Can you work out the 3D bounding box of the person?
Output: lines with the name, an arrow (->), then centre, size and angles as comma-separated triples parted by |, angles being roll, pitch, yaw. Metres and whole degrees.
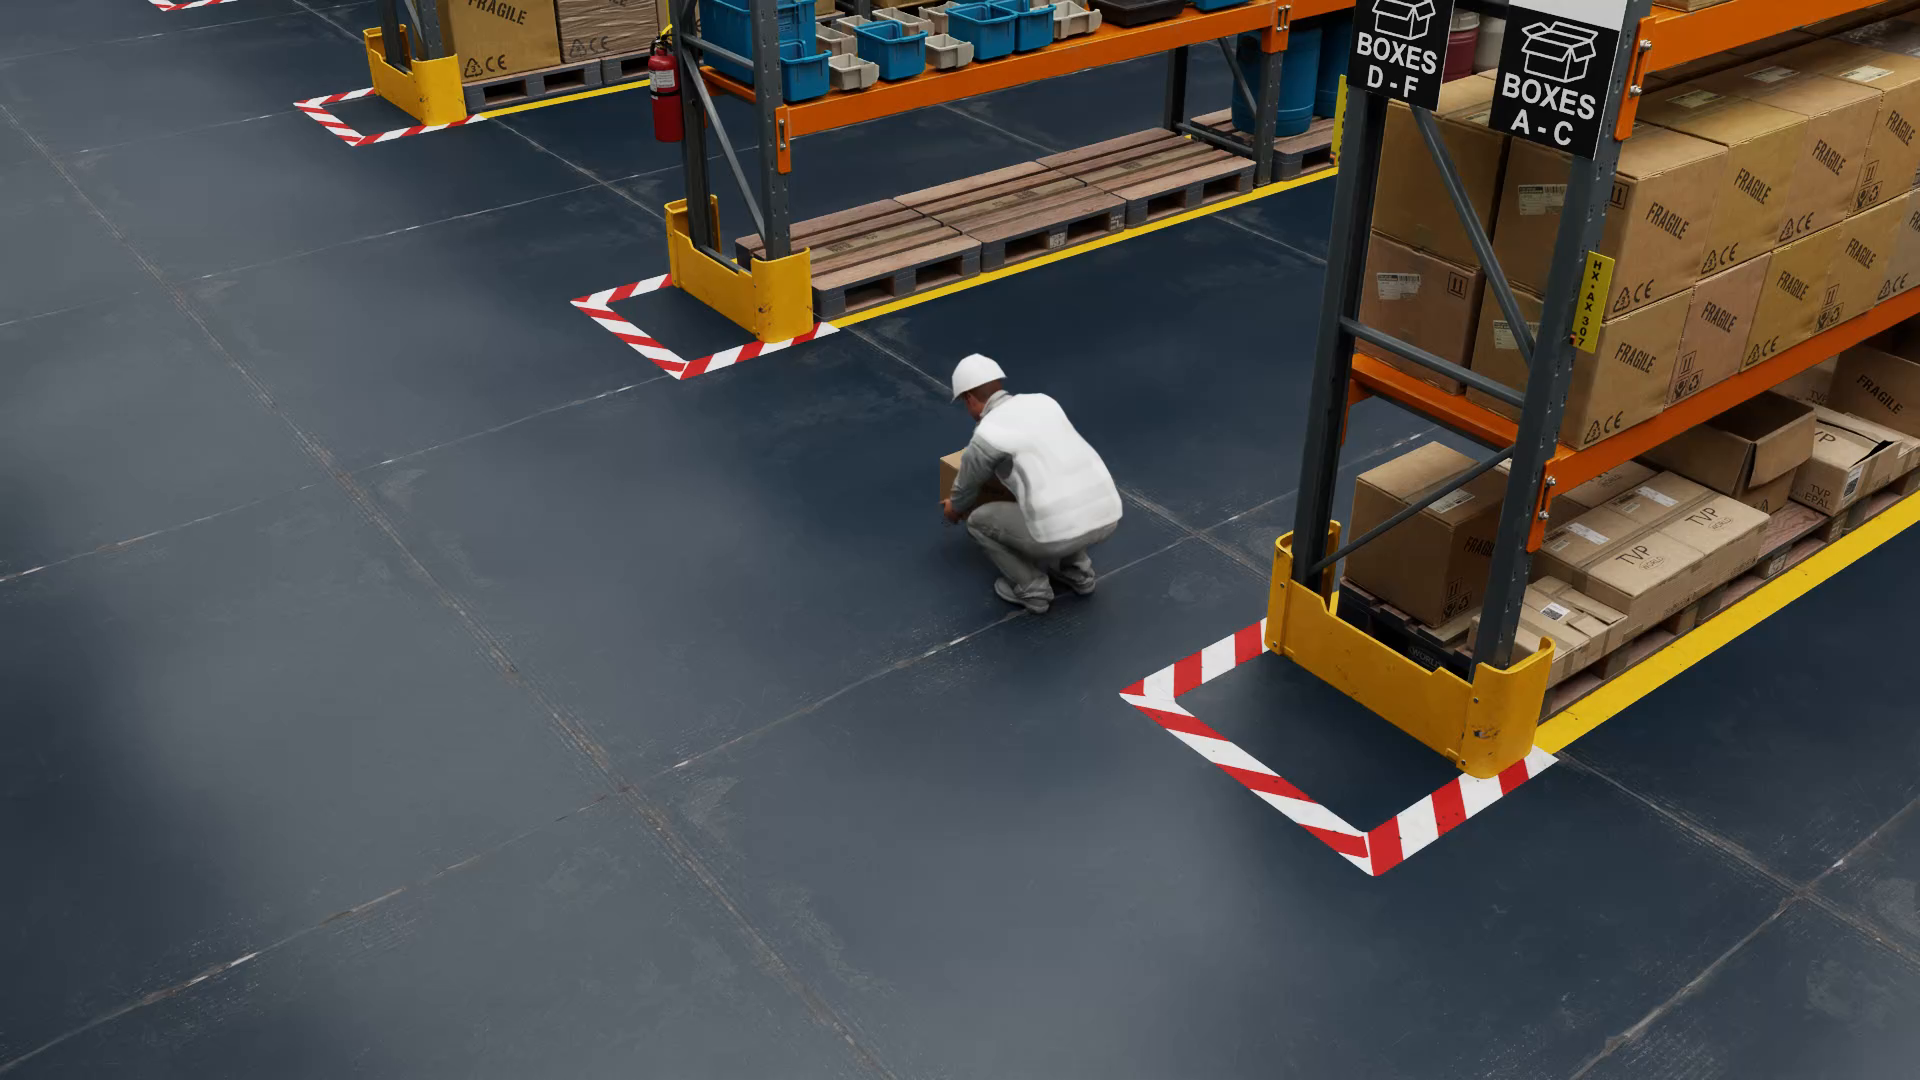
person -> 0.291, -0.257, 7.258 | 0.520, 1.010, 0.886 | -23, 39, -32
